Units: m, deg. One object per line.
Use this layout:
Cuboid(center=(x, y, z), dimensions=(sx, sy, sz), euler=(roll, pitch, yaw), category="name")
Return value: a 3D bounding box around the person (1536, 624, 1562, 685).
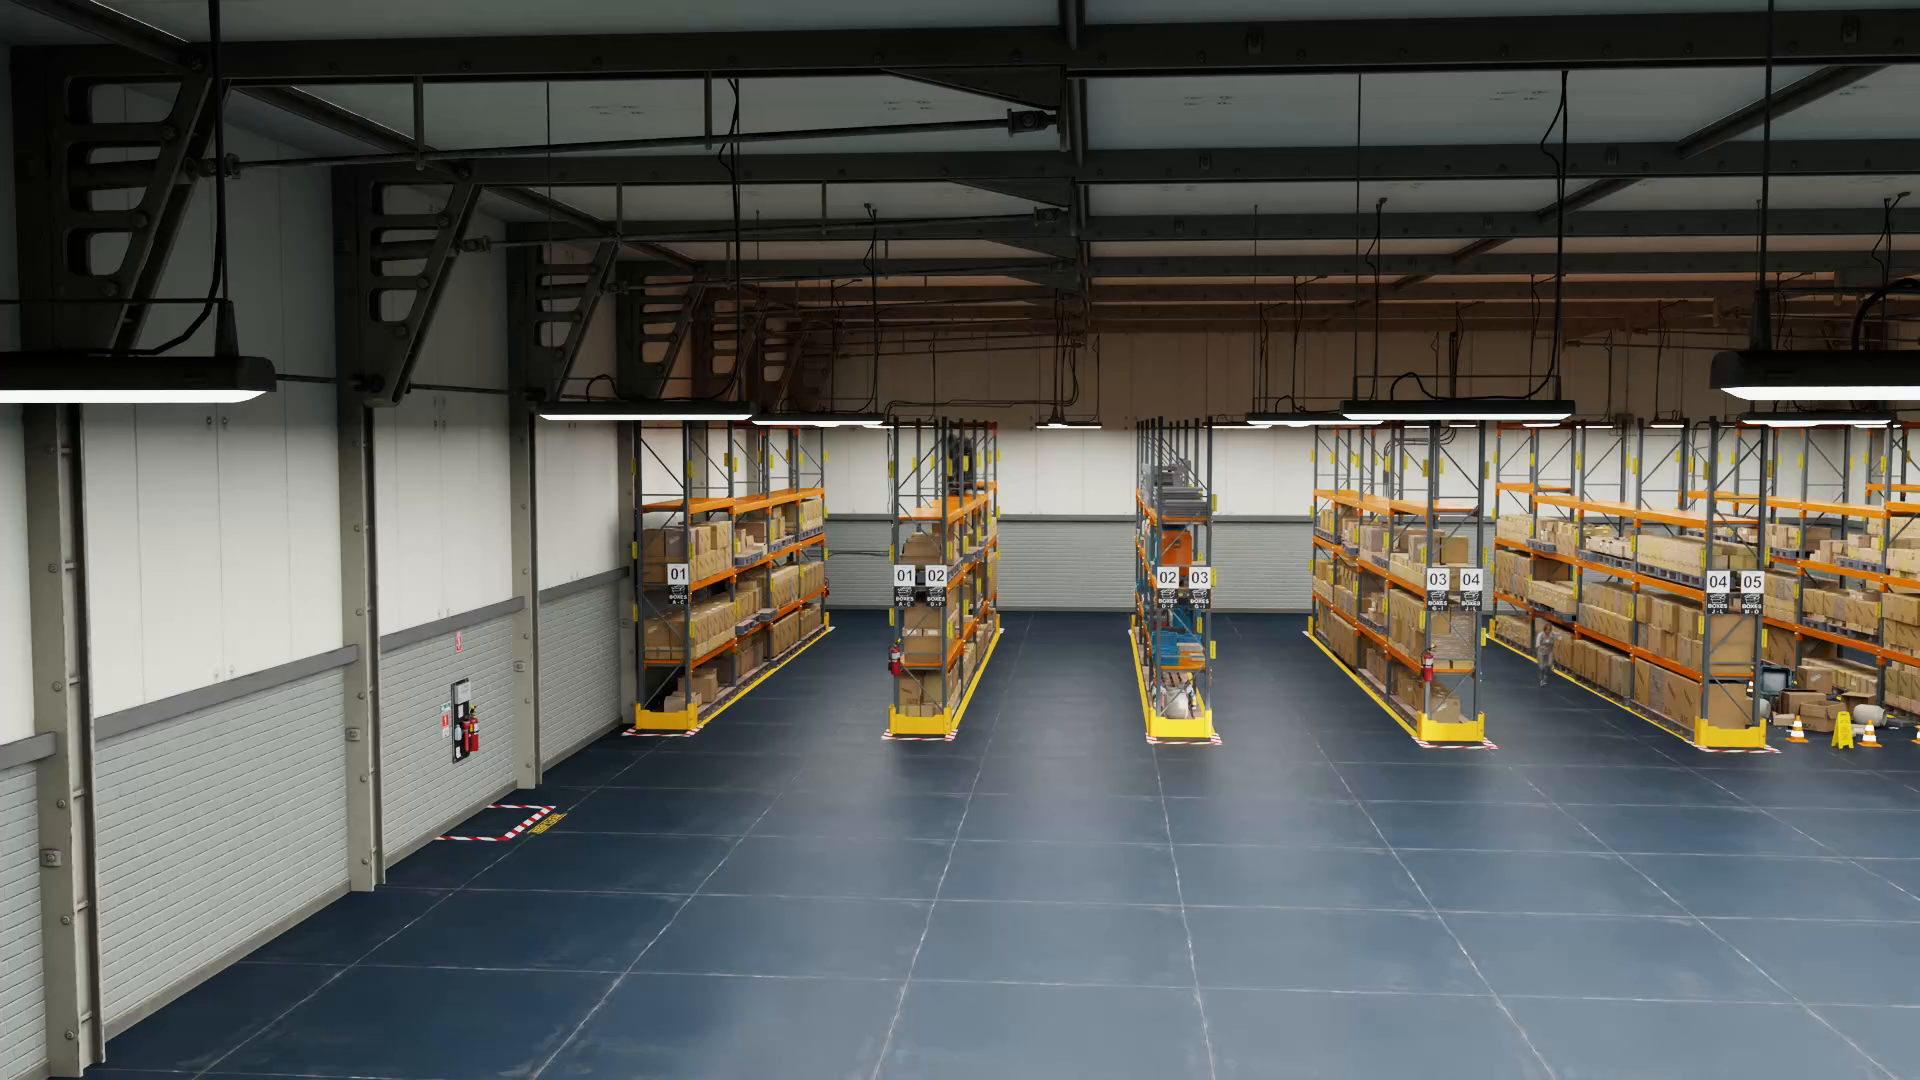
Cuboid(center=(13.177, 2.571, 37.239), dimensions=(0.571, 1.439, 0.827), euler=(1, 4, 13), category="person")
